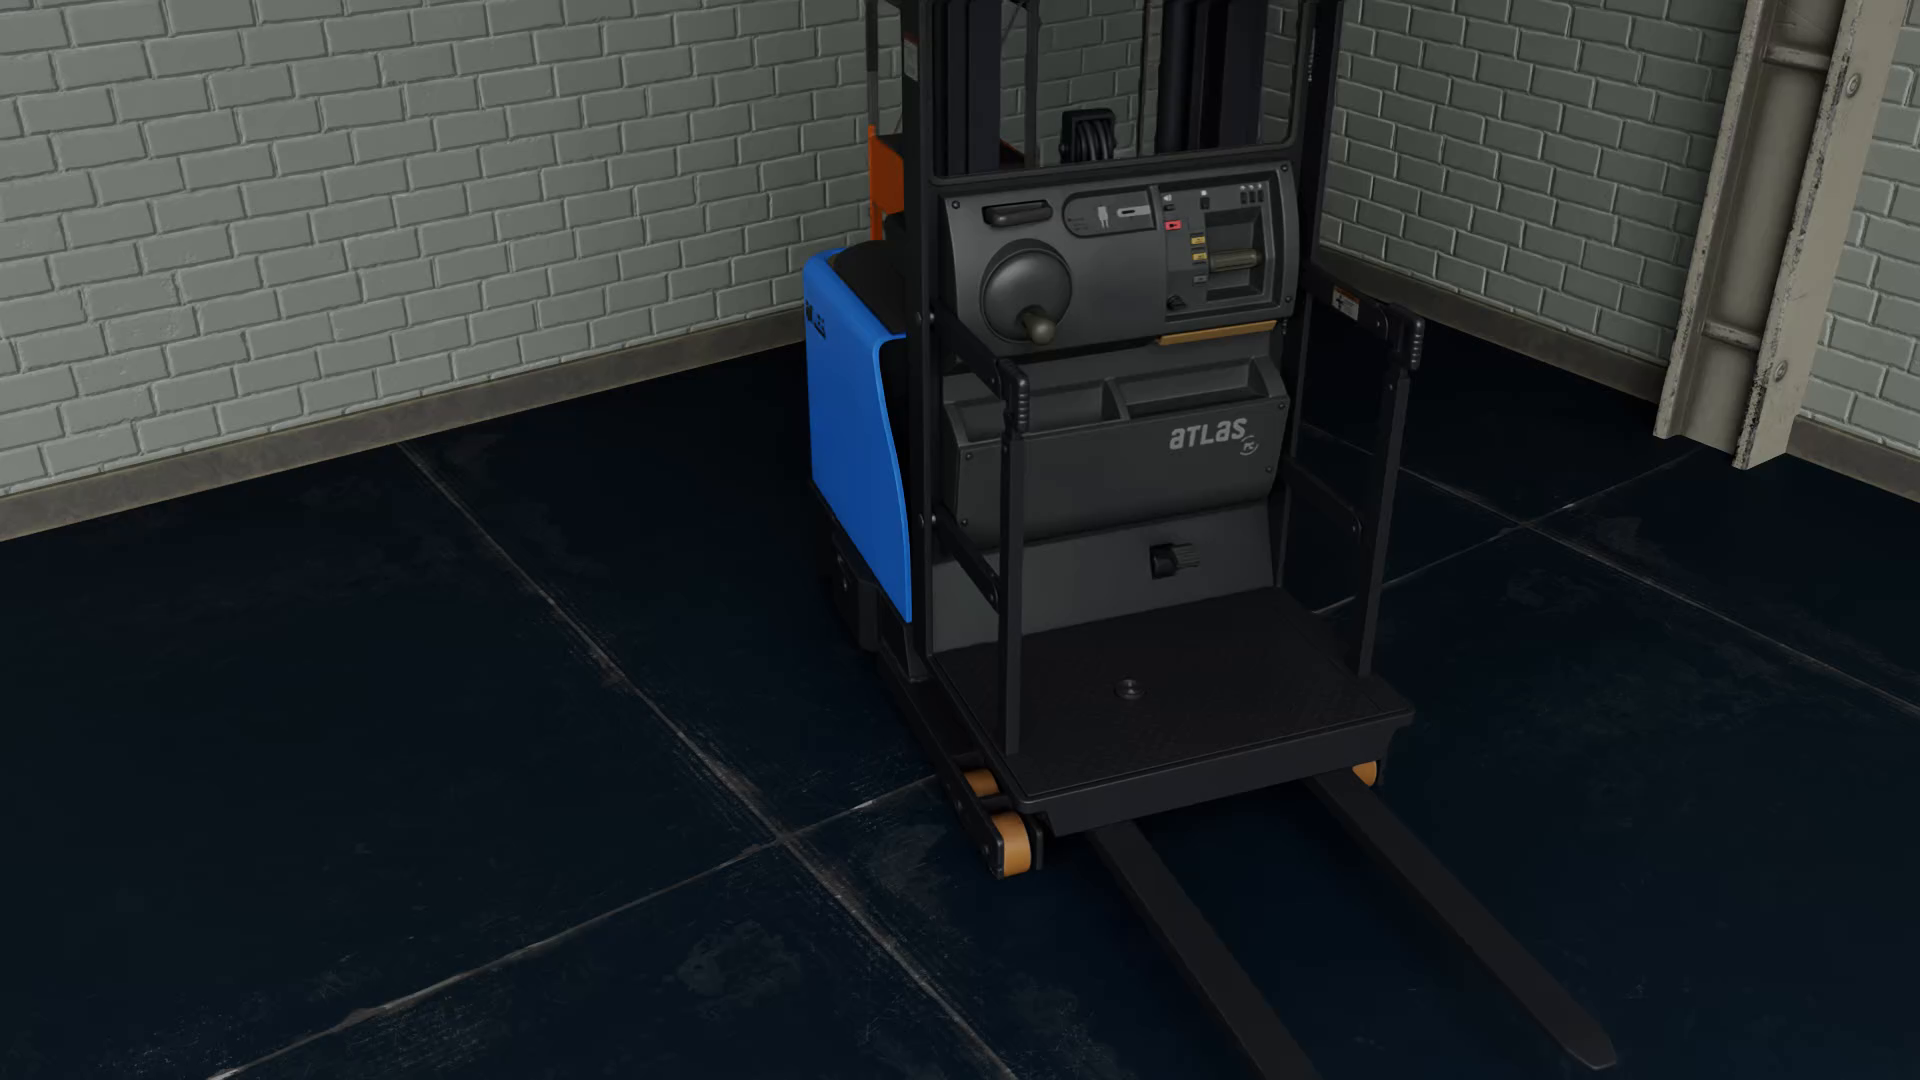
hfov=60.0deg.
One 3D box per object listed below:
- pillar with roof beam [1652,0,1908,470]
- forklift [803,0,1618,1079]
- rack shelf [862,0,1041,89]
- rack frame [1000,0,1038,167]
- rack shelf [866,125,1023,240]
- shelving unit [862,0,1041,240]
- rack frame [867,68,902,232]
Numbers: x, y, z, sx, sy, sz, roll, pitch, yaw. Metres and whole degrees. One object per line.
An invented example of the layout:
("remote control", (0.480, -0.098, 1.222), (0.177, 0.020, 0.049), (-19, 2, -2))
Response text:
("pillar with roof beam", (-0.559, -3.143, 2.108), (9.100, 9.000, 0.400), (-19, 34, -31))
("forklift", (0.487, -0.663, 3.900), (1.130, 2.935, 3.031), (-10, 30, -18))
("rack shelf", (-0.034, -1.715, 5.269), (0.431, 0.518, 0.480), (-10, 30, -18))
("rack frame", (0.051, -1.002, 5.395), (0.400, 2.100, 0.015), (-10, 30, -18))
("rack shelf", (-0.034, -1.099, 5.603), (0.431, 0.518, 0.480), (-10, 30, -18))
("shelving unit", (-0.034, -1.111, 5.596), (0.431, 2.100, 0.503), (-10, 30, -18))
("rack frame", (-0.120, -1.221, 5.797), (0.400, 2.100, 0.015), (-10, 30, -18))
